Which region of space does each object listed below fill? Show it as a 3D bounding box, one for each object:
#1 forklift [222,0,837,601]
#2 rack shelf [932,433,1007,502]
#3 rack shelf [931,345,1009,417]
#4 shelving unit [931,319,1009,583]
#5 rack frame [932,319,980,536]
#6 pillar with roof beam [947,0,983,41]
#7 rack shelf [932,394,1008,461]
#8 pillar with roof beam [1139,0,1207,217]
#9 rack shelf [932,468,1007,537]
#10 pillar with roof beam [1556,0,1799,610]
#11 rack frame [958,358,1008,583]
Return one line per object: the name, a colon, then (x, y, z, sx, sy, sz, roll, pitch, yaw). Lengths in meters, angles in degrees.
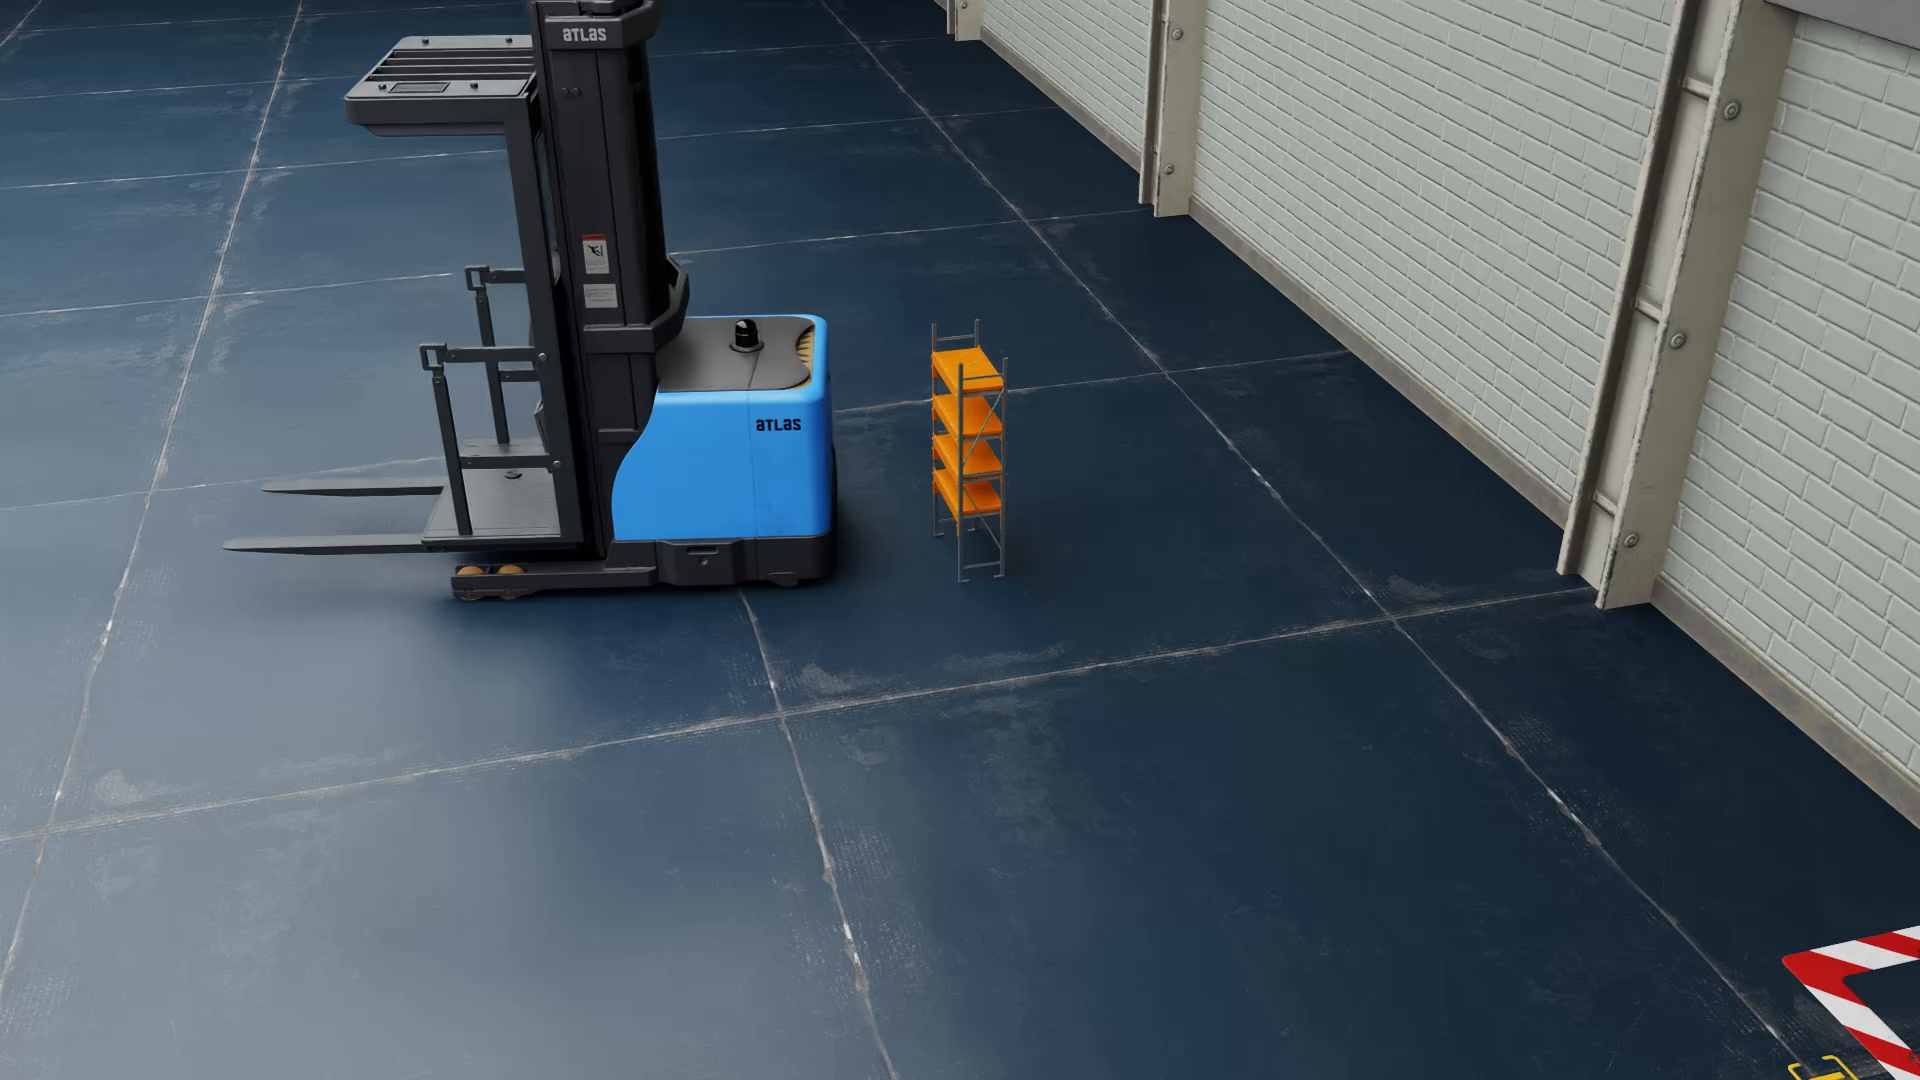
forklift: (-2.163, -1.241, 7.969, 3.031, 2.935, 1.130, -1, 30, -2)
rack shelf: (0.044, -0.381, 8.345, 0.258, 0.148, 0.480, -8, 31, -13)
rack shelf: (0.044, -0.779, 8.114, 0.258, 0.148, 0.480, -8, 31, -13)
shelving unit: (0.044, -0.439, 8.311, 0.258, 1.200, 0.503, -8, 31, -13)
rack frame: (-0.021, -0.557, 8.515, 0.240, 1.200, 0.015, -8, 31, -13)
pillar with roof beam: (-4.094, -8.892, 15.129, 9.100, 9.000, 0.400, -8, 31, -13)
rack shelf: (0.044, -0.575, 8.233, 0.258, 0.148, 0.480, -8, 31, -13)
pillar with roof beam: (-2.502, -5.994, 10.123, 9.100, 9.000, 0.400, -8, 31, -13)
rack shelf: (0.044, -0.209, 8.444, 0.258, 0.148, 0.480, -8, 31, -13)
pillar with roof beam: (-0.909, -3.096, 5.116, 9.100, 9.000, 0.400, -8, 31, -13)
rack frame: (0.109, -0.321, 8.108, 0.240, 1.200, 0.015, -8, 31, -13)
